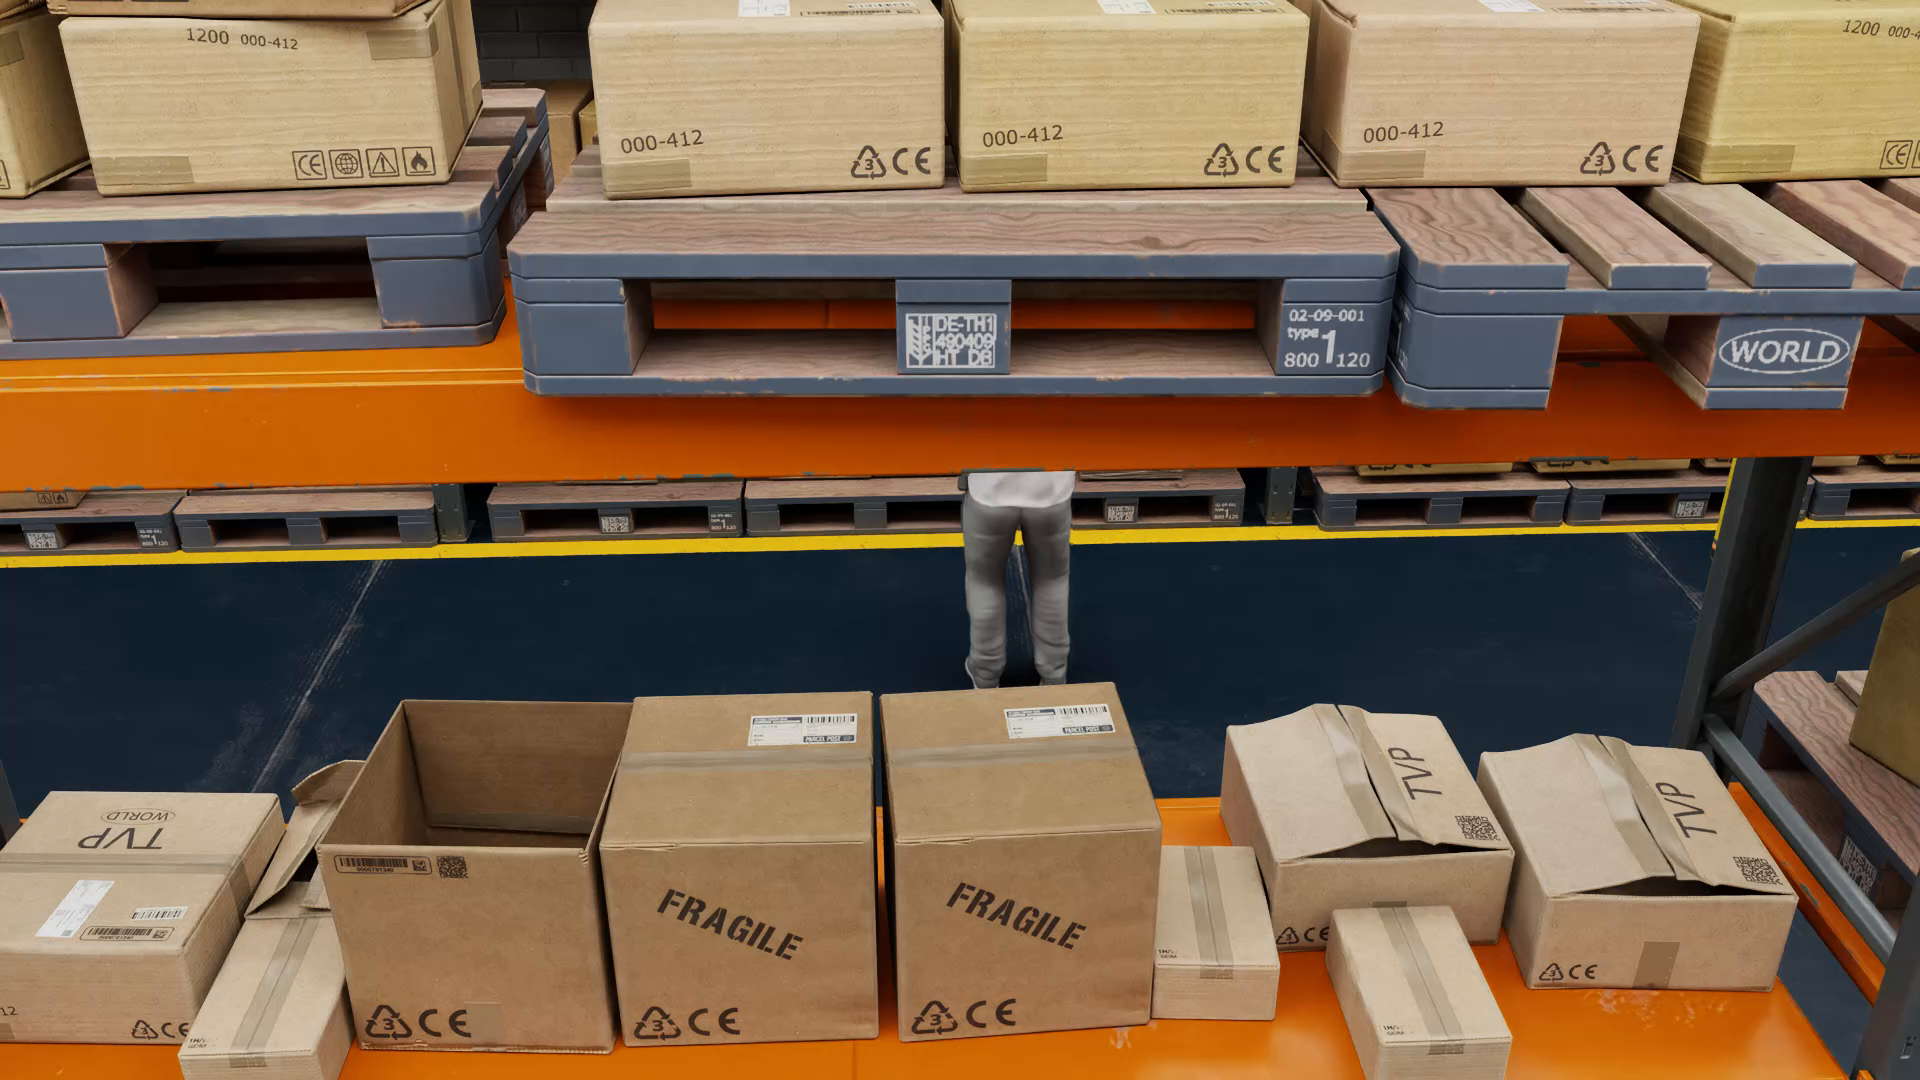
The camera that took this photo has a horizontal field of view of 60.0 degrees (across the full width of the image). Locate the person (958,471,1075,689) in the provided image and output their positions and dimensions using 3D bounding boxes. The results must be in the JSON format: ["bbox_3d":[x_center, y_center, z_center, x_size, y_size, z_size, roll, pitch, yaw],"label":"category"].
[{"bbox_3d":[0.206,-0.235,6.538,0.501,1.773,0.557,-2,27,-3],"label":"person"}]
